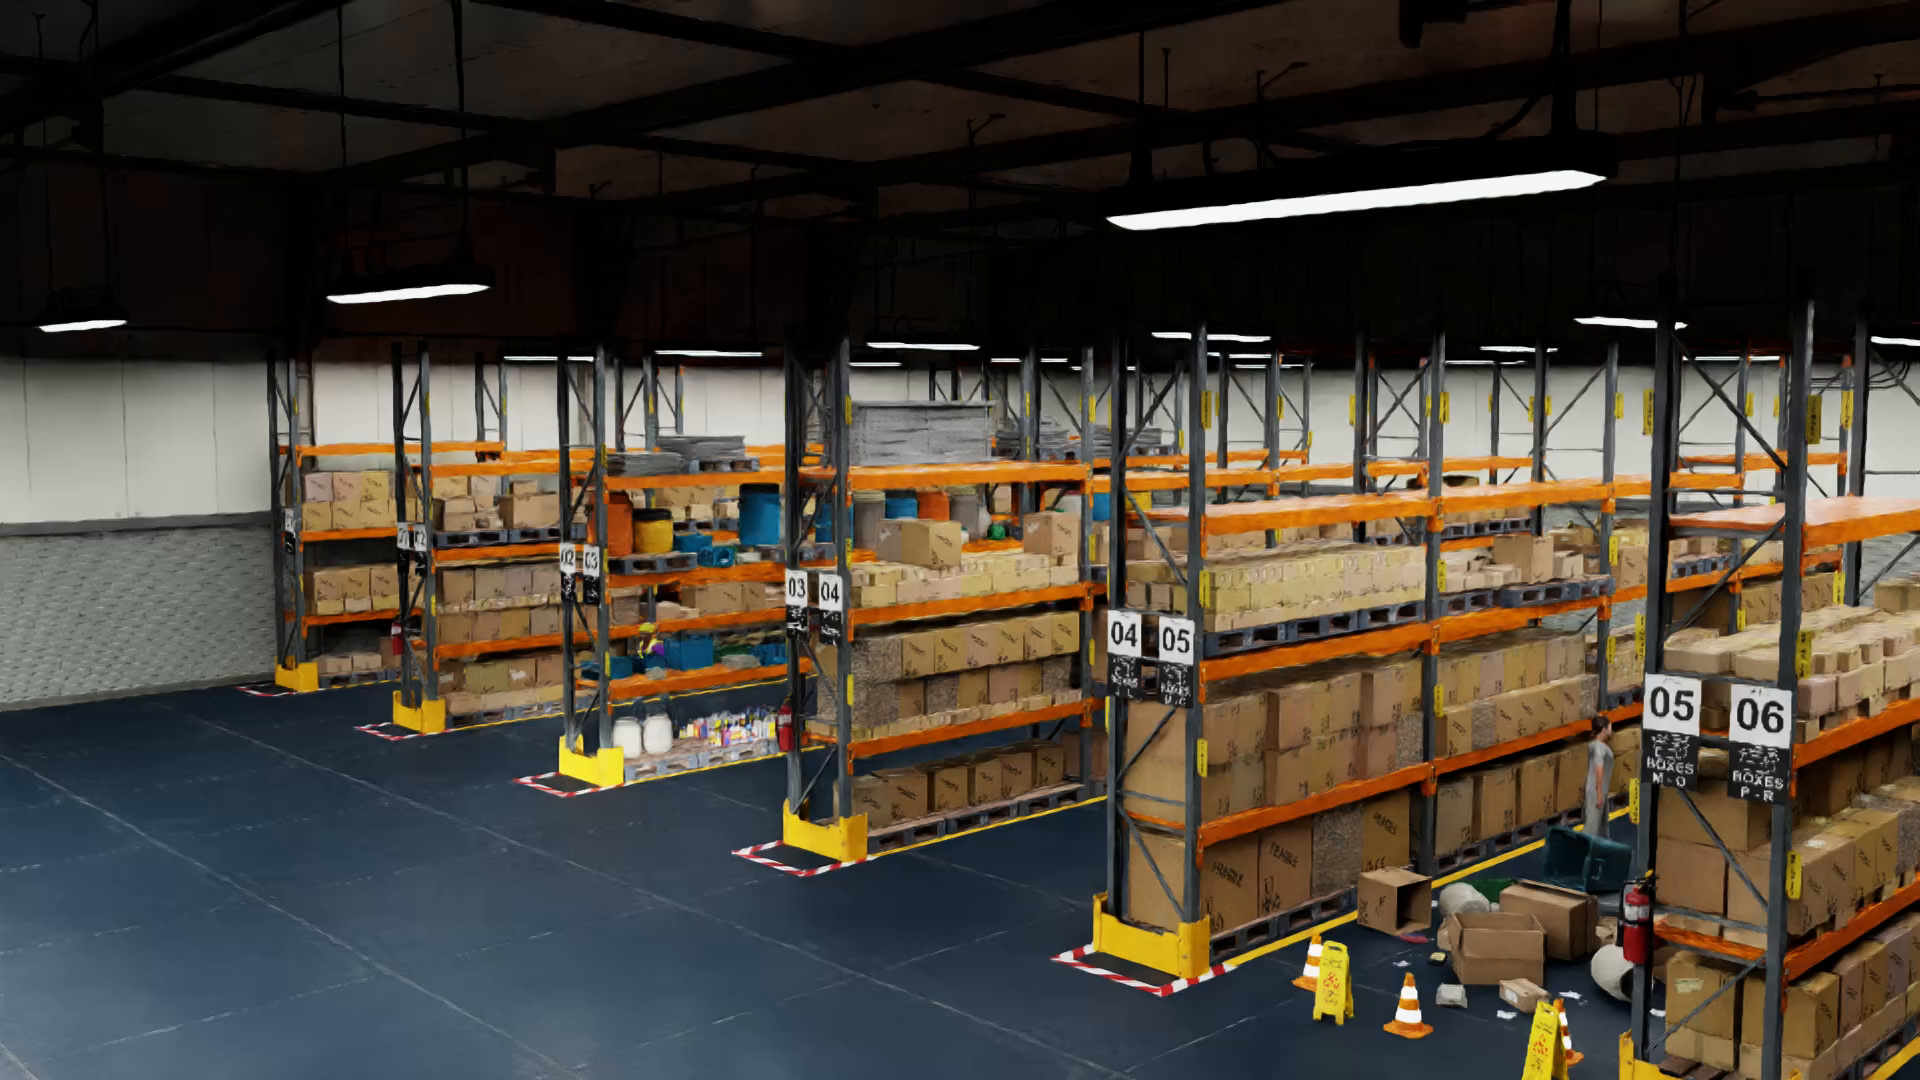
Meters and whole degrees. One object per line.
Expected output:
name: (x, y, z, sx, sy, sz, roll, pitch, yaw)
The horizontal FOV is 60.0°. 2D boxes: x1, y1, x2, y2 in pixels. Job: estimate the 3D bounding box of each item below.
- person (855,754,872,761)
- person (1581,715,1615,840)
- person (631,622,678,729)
person: (-1.292, 2.242, 23.705, 0.579, 1.703, 1.079, 3, 6, 34)
person: (7.043, 2.745, 18.204, 0.495, 1.682, 0.591, 2, 5, 18)
person: (-4.742, 2.099, 25.605, 0.743, 1.700, 0.834, 4, 7, 42)
